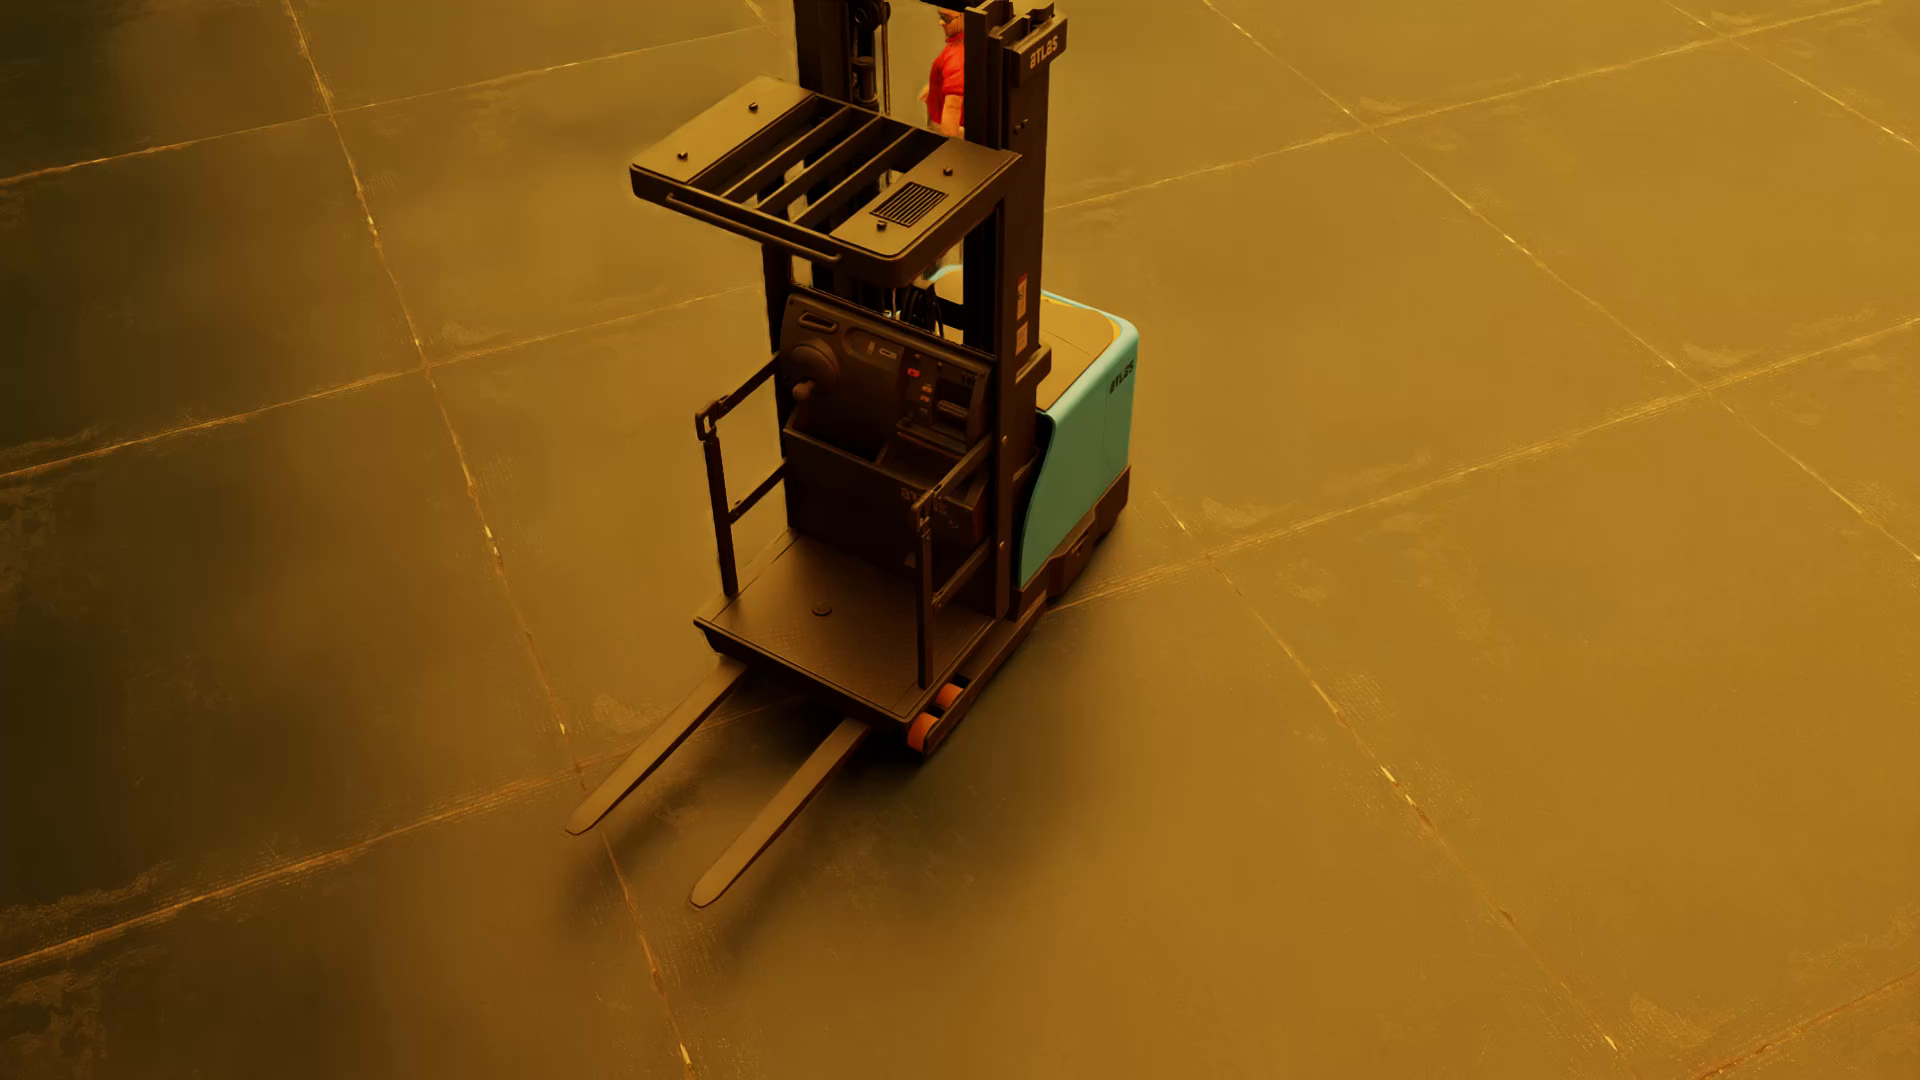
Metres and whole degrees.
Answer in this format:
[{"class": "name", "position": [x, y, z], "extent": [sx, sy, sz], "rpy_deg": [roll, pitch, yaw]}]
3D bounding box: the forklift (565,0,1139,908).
[{"class": "forklift", "position": [-0.414, -0.560, 6.280], "extent": [1.130, 2.935, 3.031], "rpy_deg": [23, 48, 23]}]

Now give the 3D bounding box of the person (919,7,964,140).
[{"class": "person", "position": [0.023, -2.127, 8.943], "extent": [0.631, 1.739, 0.798], "rpy_deg": [-21, 47, -21]}]
